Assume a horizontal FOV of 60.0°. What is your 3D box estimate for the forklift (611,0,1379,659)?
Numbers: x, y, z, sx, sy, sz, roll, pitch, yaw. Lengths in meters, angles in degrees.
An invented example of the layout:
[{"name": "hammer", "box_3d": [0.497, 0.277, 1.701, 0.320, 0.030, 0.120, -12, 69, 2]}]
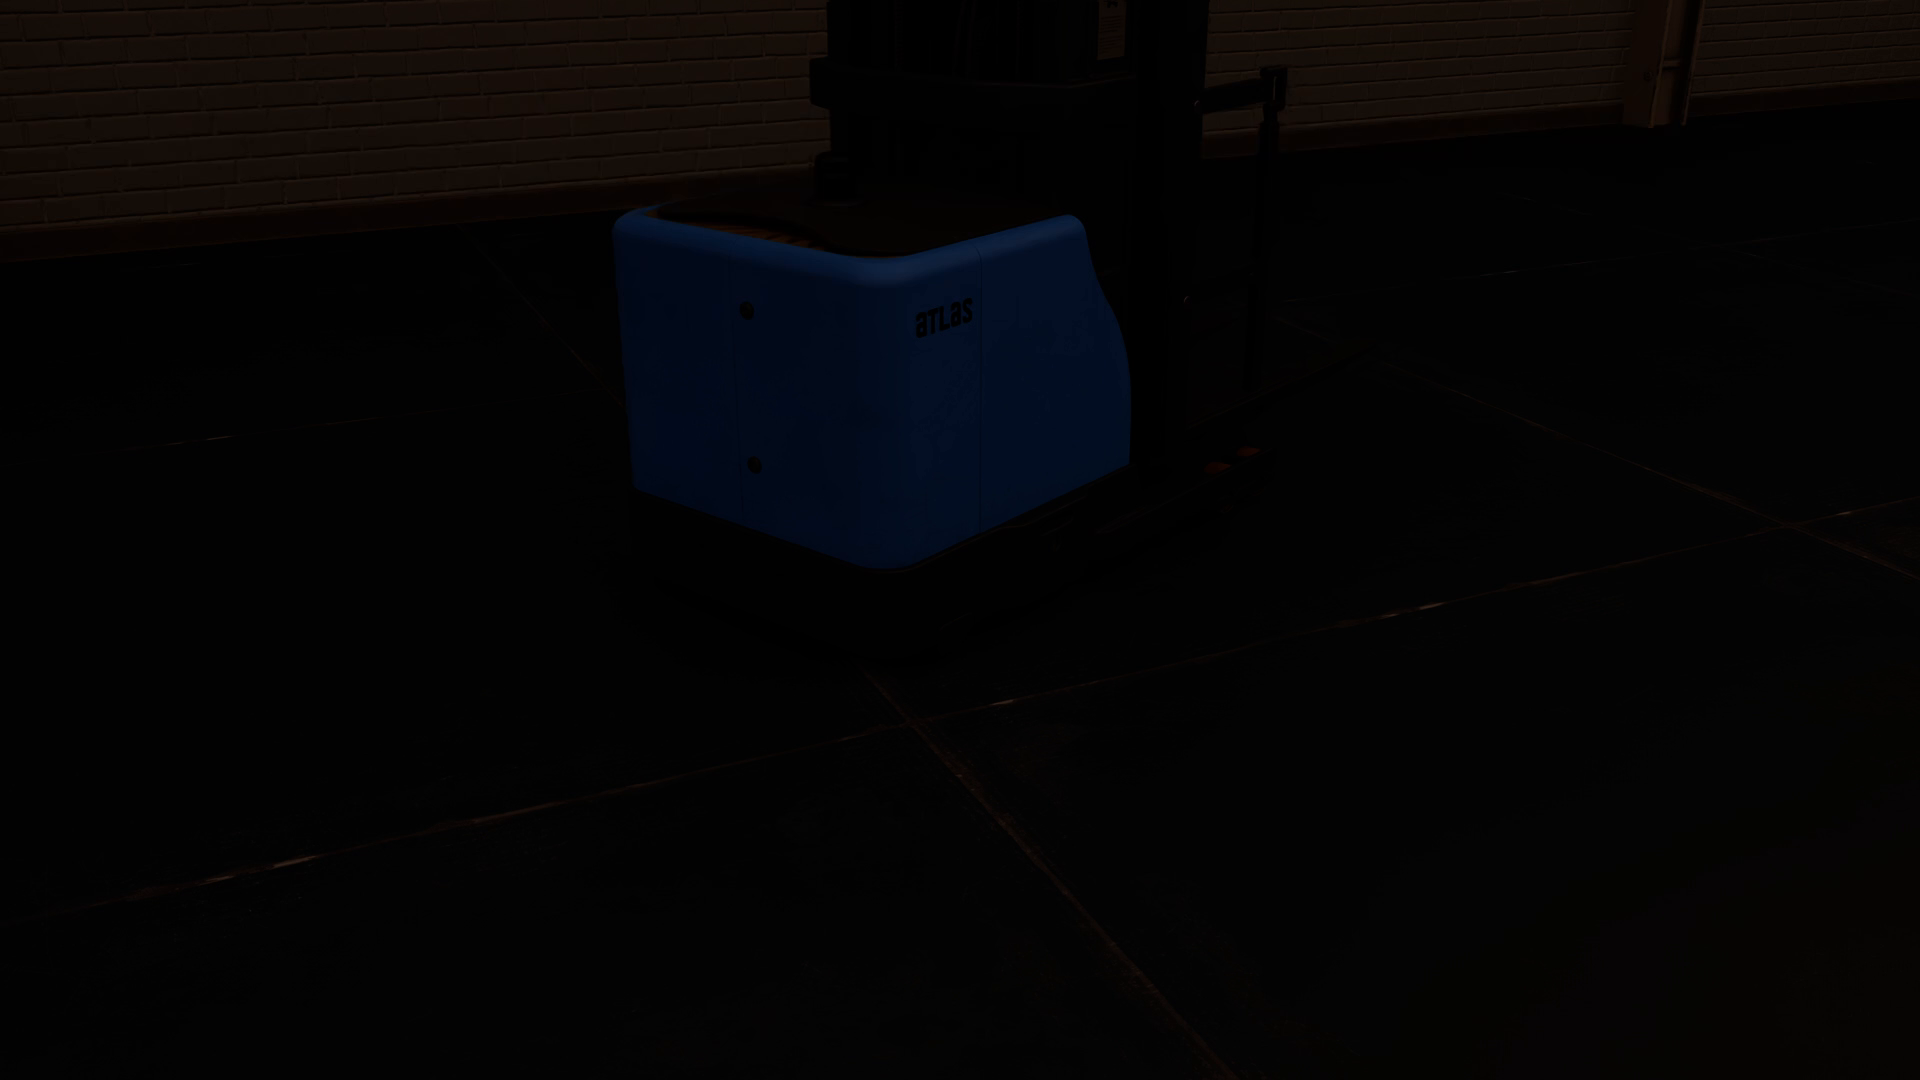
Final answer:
[{"name": "forklift", "box_3d": [0.385, -1.545, 5.005, 1.130, 2.935, 3.031, 18, 28, 36]}]
